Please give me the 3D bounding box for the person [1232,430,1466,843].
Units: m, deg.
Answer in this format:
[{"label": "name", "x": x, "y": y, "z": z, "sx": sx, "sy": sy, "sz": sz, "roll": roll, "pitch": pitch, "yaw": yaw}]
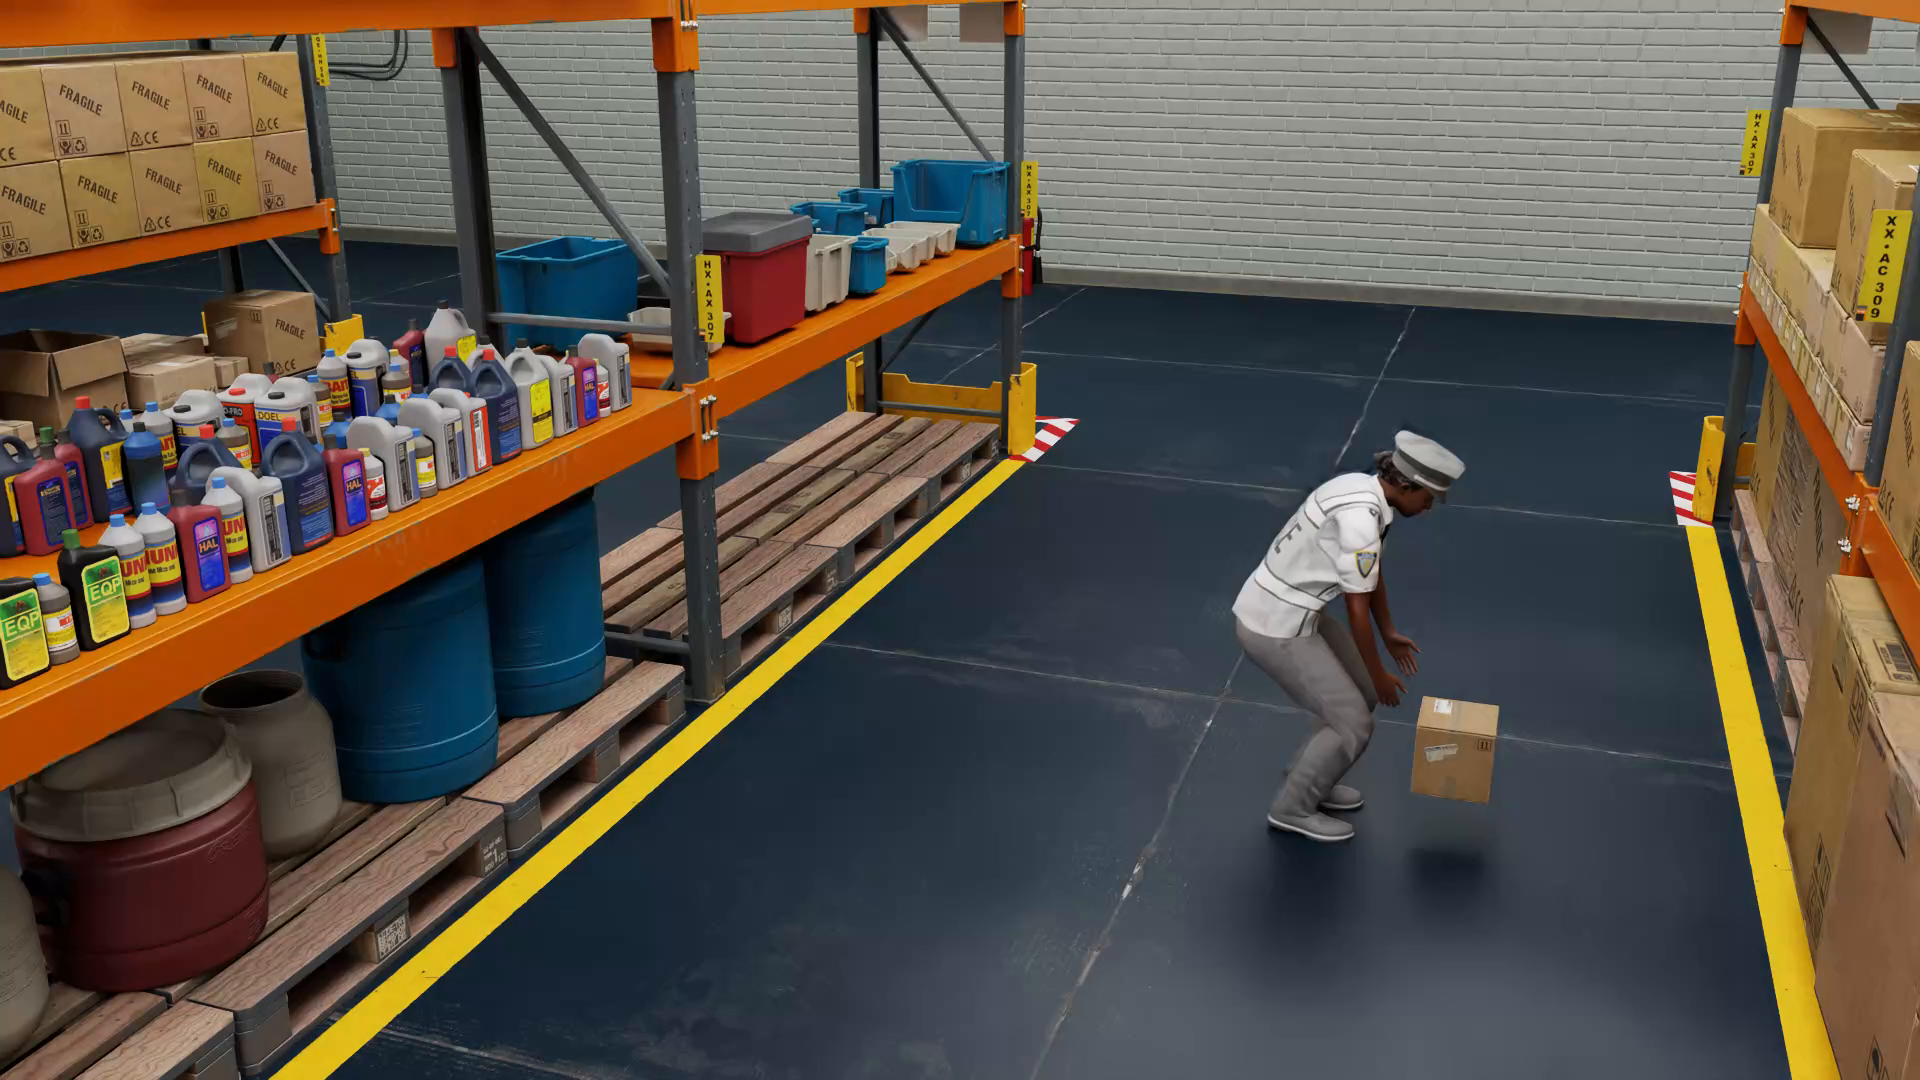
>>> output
[{"label": "person", "x": 1.282, "y": 0.305, "z": 5.611, "sx": 0.707, "sy": 1.388, "sz": 0.496, "roll": 6, "pitch": 20, "yaw": 18}]
